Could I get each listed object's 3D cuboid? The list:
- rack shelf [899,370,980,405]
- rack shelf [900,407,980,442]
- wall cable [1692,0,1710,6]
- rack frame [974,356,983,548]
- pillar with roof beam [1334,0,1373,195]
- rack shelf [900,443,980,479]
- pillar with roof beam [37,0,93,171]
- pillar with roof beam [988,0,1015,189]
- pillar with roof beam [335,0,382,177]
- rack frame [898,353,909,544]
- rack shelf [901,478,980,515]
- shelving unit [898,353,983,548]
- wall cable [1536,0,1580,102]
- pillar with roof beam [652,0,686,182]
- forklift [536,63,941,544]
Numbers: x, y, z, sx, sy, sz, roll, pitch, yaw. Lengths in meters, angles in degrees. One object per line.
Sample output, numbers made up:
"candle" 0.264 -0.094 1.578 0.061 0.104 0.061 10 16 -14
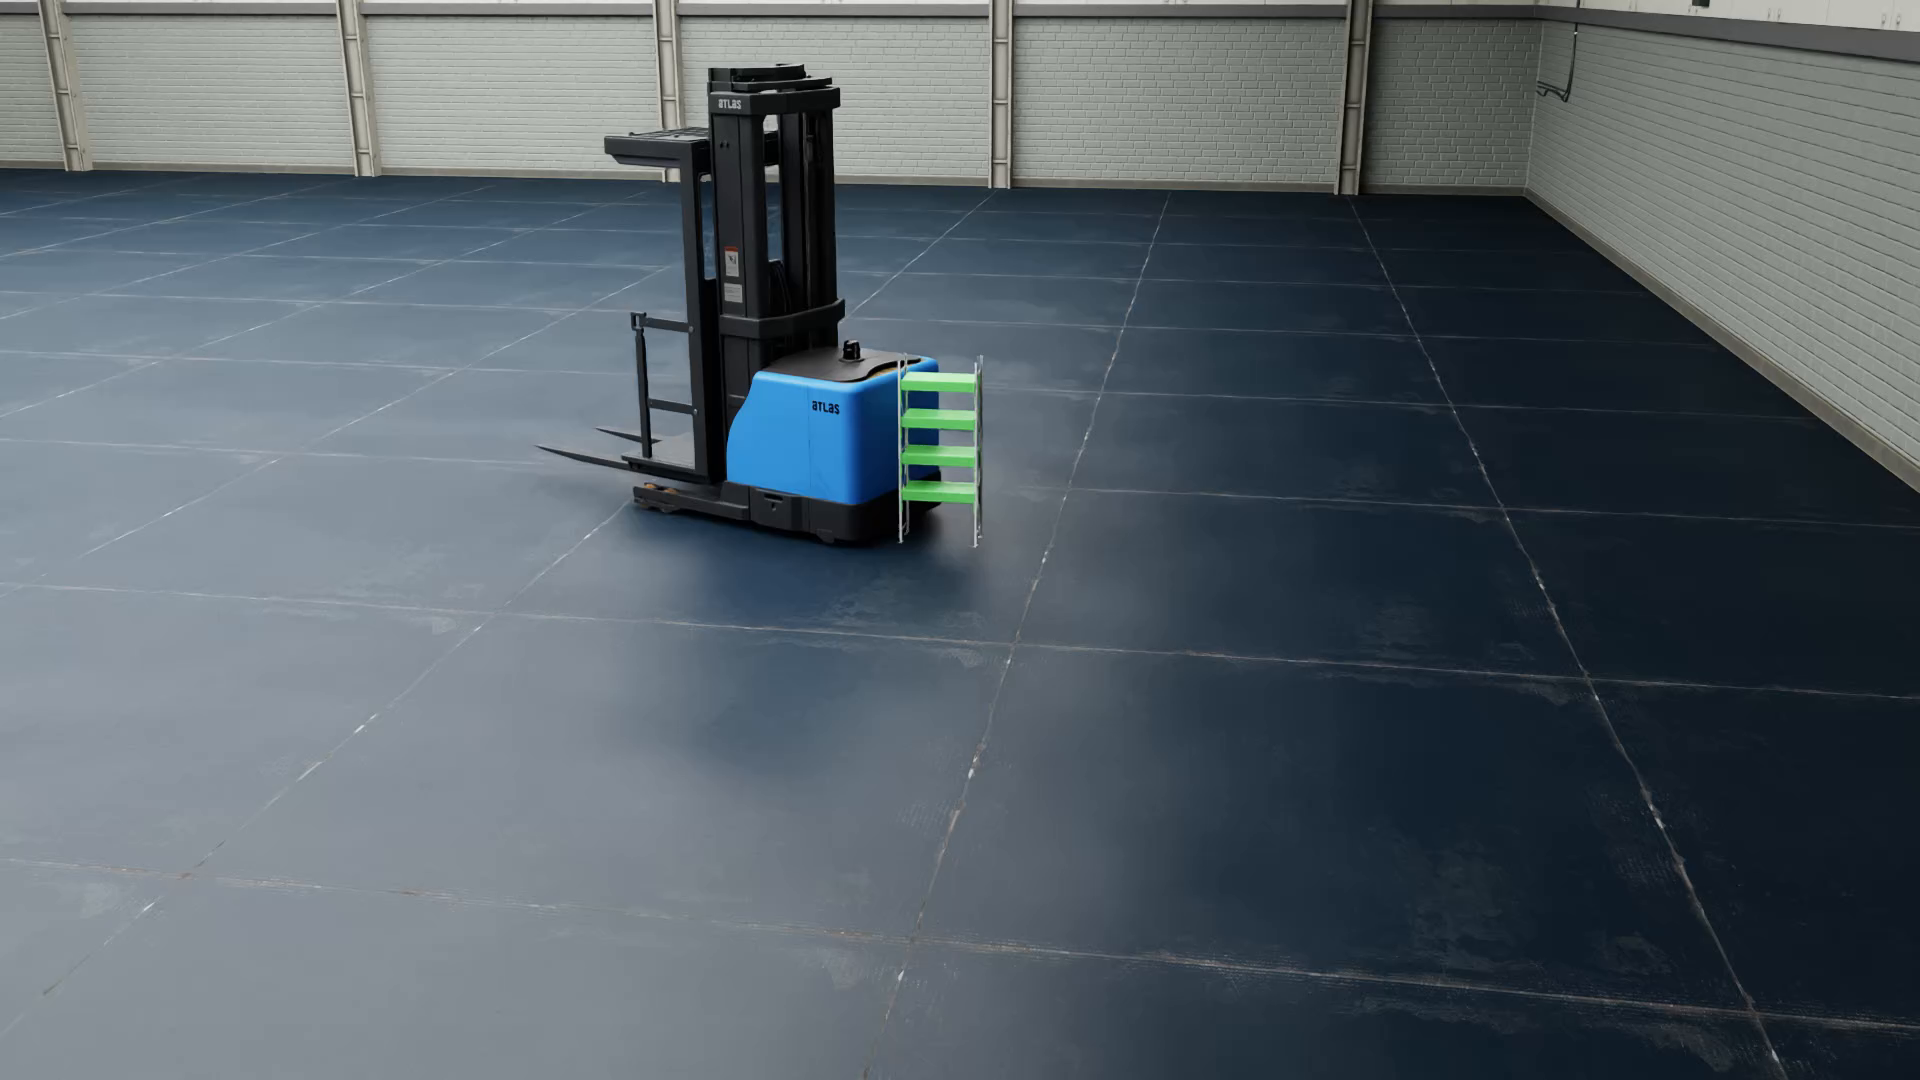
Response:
"rack shelf" -0.121 -0.963 10.478 0.480 0.148 0.258 3 19 9
"rack shelf" -0.121 -0.735 10.554 0.480 0.148 0.258 3 19 9
"wall cable" 7.819 -8.302 16.073 0.169 6.003 2.305 3 19 9
"rack frame" 0.119 -0.555 10.572 0.015 1.200 0.240 3 19 9
"pillar with roof beam" 5.959 -8.876 23.149 0.400 9.000 9.100 3 19 9
"rack shelf" -0.121 -0.508 10.631 0.480 0.148 0.258 3 19 9
"pillar with roof beam" -17.737 -10.084 26.759 0.400 9.000 9.100 3 19 9
"pillar with roof beam" 0.035 -9.178 24.052 0.400 9.000 9.100 3 19 9
"pillar with roof beam" -11.813 -9.782 25.857 0.400 9.000 9.100 3 19 9
"rack frame" -0.362 -0.581 10.648 0.015 1.200 0.240 3 19 9
"rack shelf" -0.121 -0.280 10.707 0.480 0.148 0.258 3 19 9
"shelving unit" -0.121 -0.568 10.610 0.503 1.200 0.258 3 19 9
"wall cable" 9.341 -8.190 25.991 0.112 2.526 3.097 3 19 9
"pillar with roof beam" -5.889 -9.480 24.954 0.400 9.000 9.100 3 19 9
"forklift" -1.645 -1.700 11.266 3.031 2.935 1.130 11 22 31
